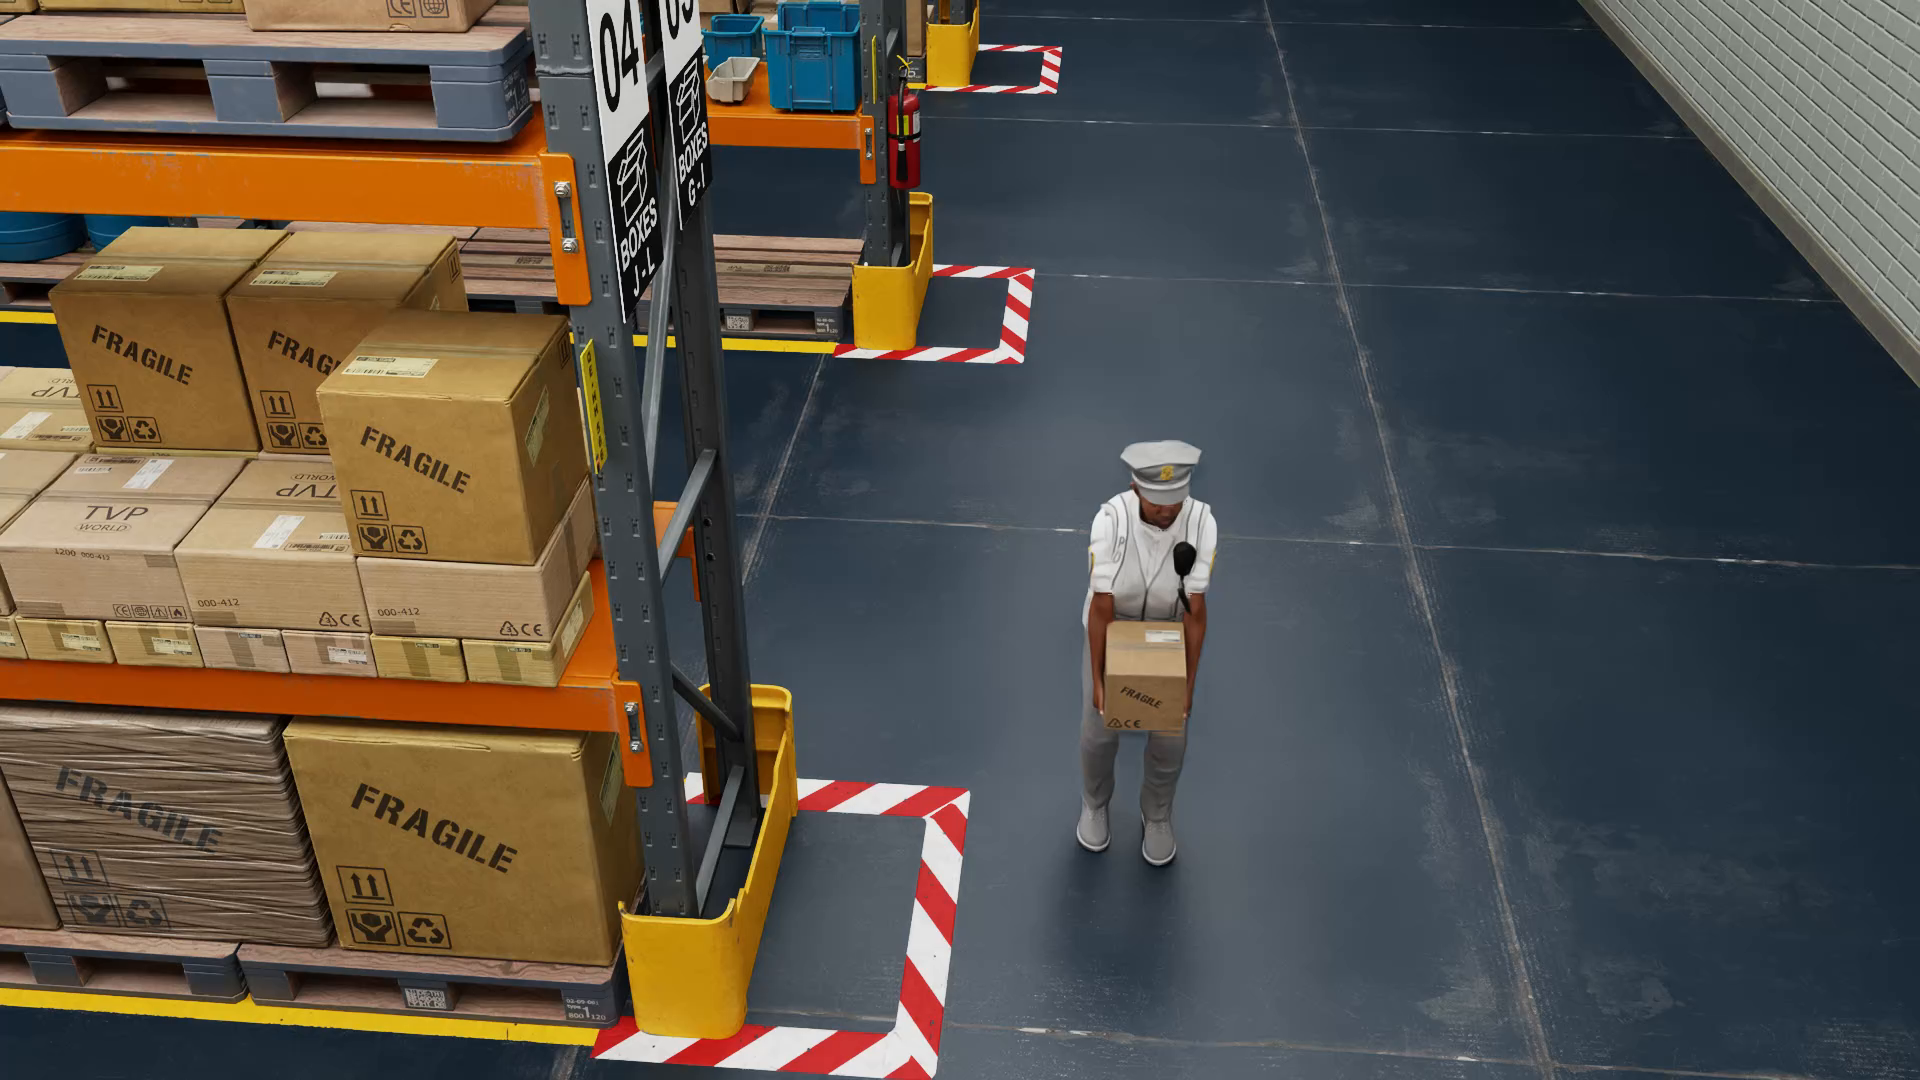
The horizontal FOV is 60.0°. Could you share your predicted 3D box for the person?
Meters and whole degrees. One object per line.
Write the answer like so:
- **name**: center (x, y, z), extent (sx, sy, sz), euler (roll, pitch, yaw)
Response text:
- **person**: center (0.614, 0.385, 5.550), extent (0.416, 1.646, 0.554), euler (2, 32, 3)
